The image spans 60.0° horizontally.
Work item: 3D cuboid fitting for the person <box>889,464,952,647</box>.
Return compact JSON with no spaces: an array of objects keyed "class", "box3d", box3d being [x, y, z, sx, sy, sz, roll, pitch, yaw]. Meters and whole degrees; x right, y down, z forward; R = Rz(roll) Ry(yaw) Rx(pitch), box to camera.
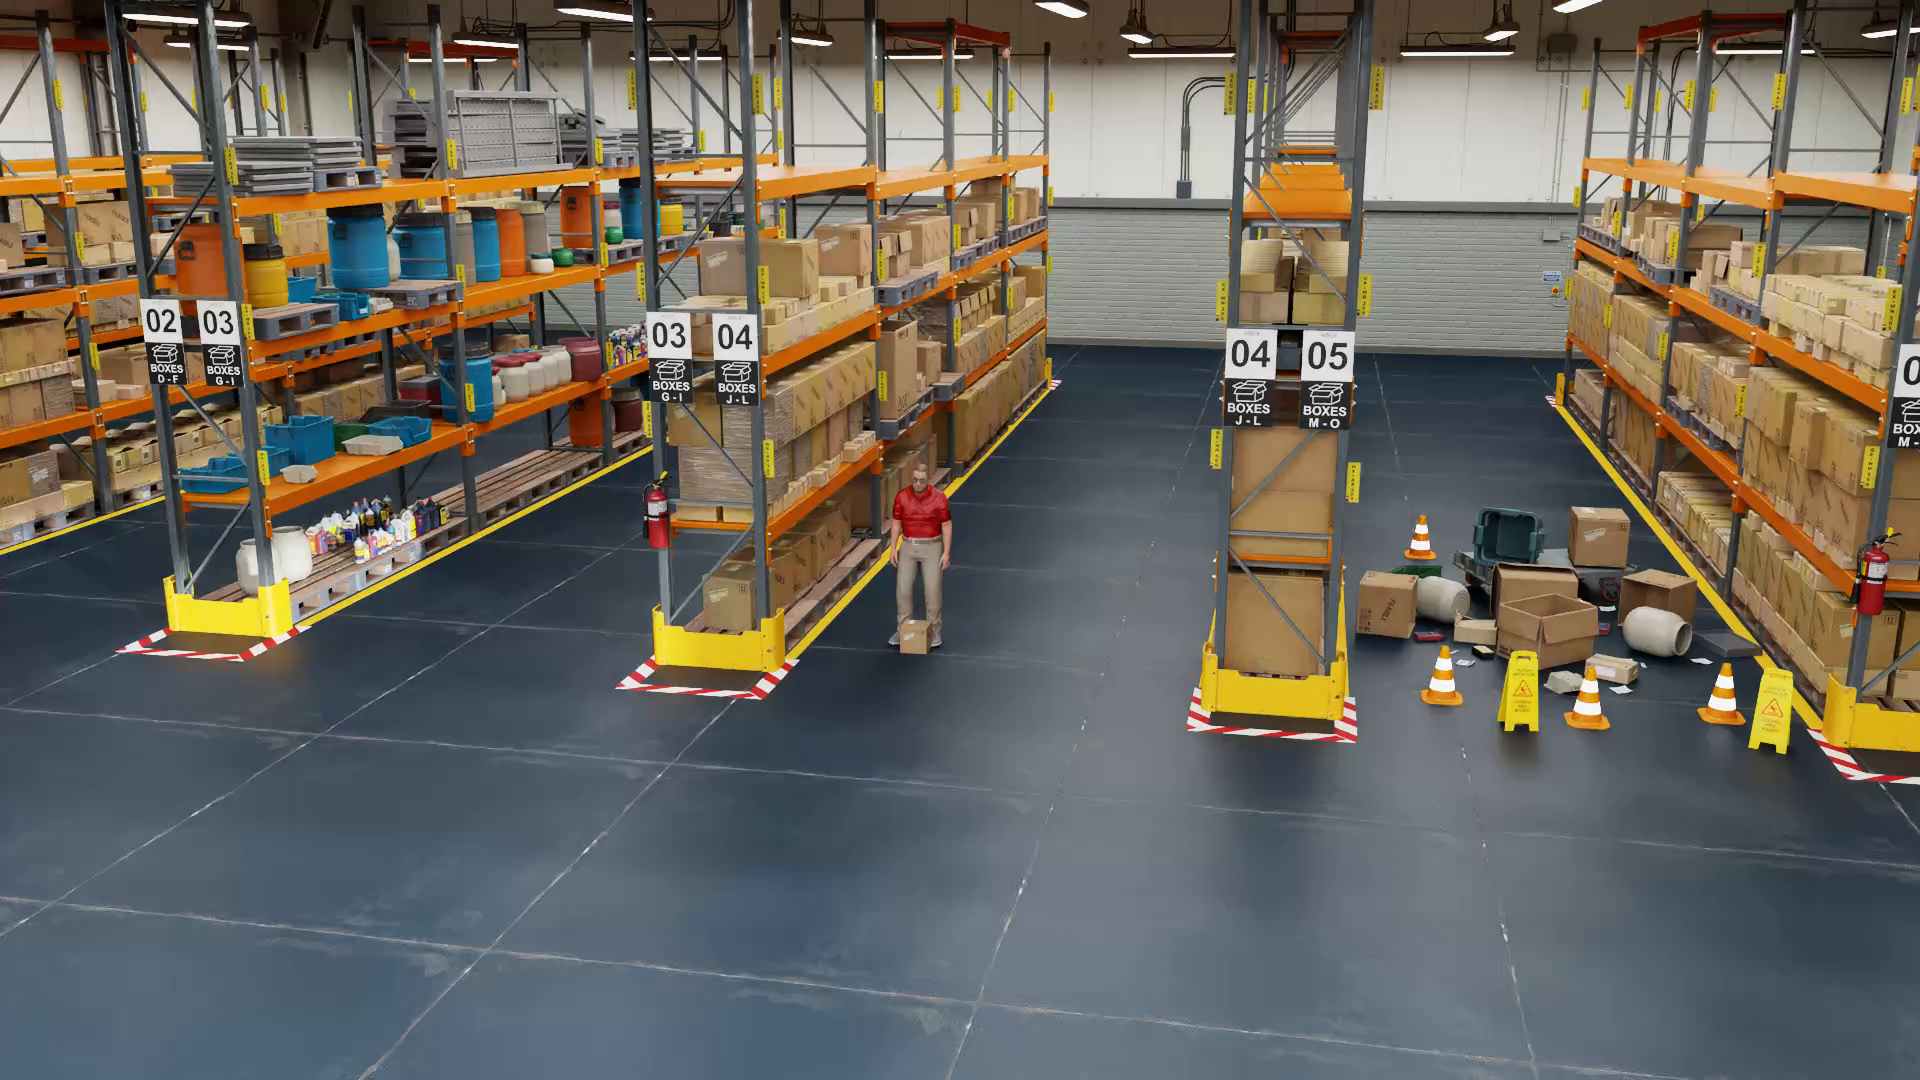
[{"class":"person","box3d":[-0.371,0.124,15.561,0.585,1.726,0.396,3,15,11]}]
